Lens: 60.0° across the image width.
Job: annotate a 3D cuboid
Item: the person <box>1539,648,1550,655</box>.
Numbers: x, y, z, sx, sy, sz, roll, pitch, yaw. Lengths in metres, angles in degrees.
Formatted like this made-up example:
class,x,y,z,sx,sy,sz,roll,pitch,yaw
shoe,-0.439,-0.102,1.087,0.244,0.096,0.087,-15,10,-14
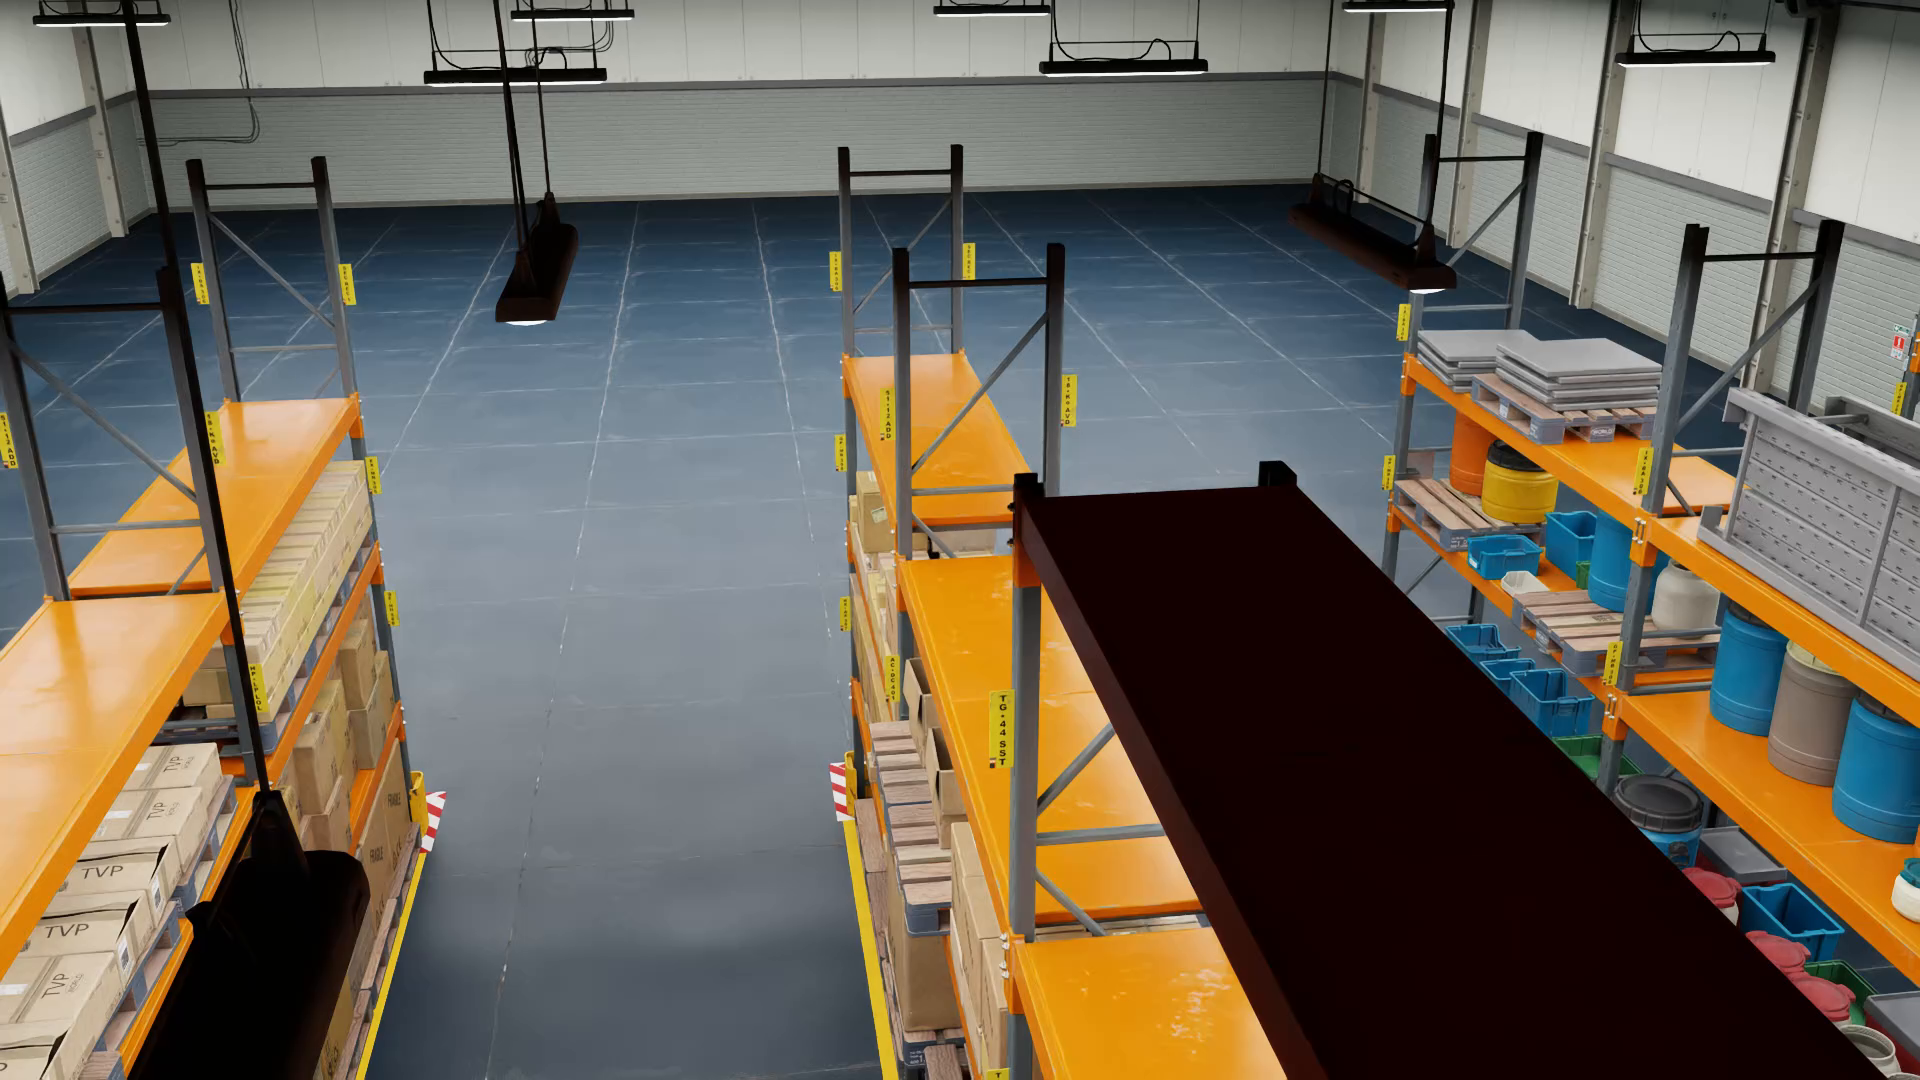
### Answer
class,x,y,z,sx,sy,sz,roll,pitch,yaw
person,6.751,0.586,17.920,0.854,1.637,0.453,13,25,30
